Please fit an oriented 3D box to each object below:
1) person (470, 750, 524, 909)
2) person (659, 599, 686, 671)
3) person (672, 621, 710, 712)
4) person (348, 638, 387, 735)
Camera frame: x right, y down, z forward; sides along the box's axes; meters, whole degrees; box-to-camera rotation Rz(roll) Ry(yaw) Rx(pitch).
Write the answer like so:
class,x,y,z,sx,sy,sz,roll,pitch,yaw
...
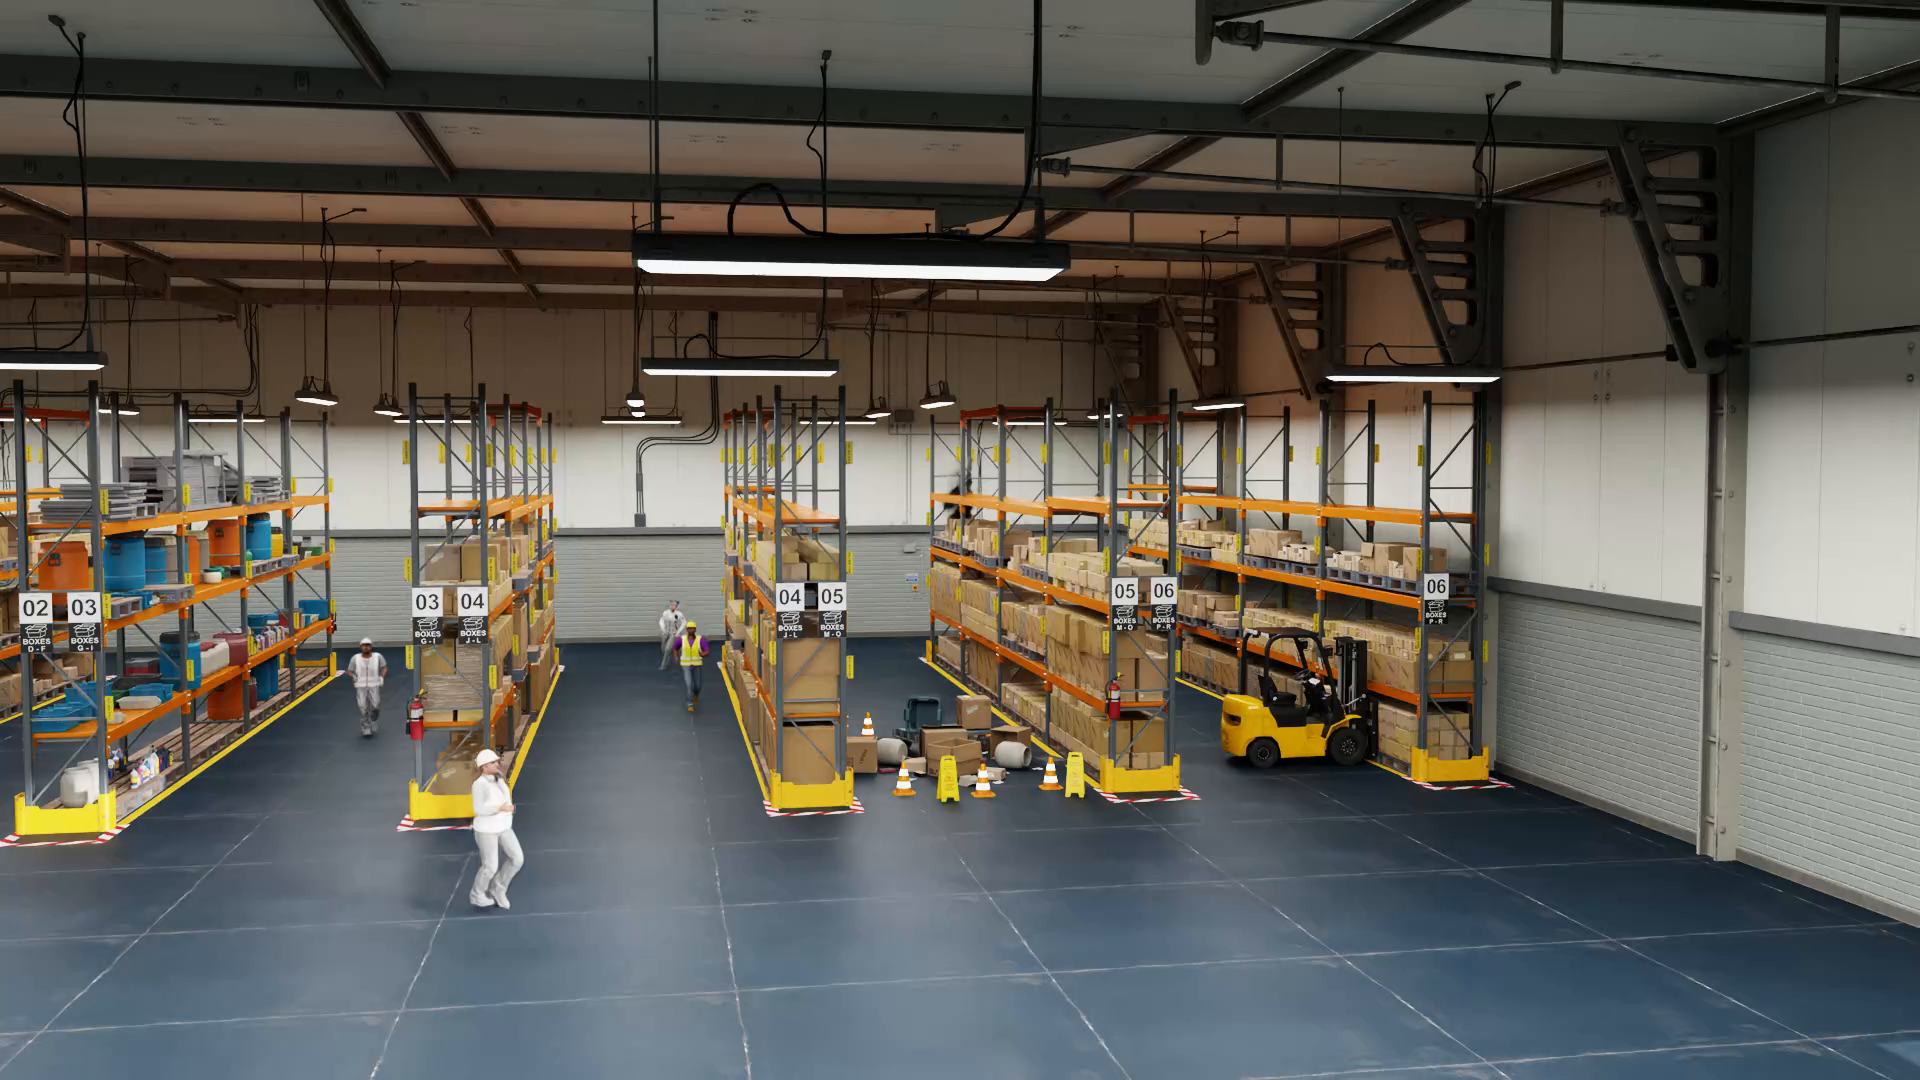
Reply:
class,x,y,z,sx,sy,sz,roll,pitch,yaw
person,-5.096,3.199,18.300,0.669,1.789,0.637,1,3,21
person,-6.752,2.208,39.070,0.651,1.656,0.699,0,3,8
person,-5.273,2.470,32.645,0.714,1.746,0.920,-1,3,-12
person,-10.555,2.621,29.632,0.669,1.737,0.589,-1,3,-19
